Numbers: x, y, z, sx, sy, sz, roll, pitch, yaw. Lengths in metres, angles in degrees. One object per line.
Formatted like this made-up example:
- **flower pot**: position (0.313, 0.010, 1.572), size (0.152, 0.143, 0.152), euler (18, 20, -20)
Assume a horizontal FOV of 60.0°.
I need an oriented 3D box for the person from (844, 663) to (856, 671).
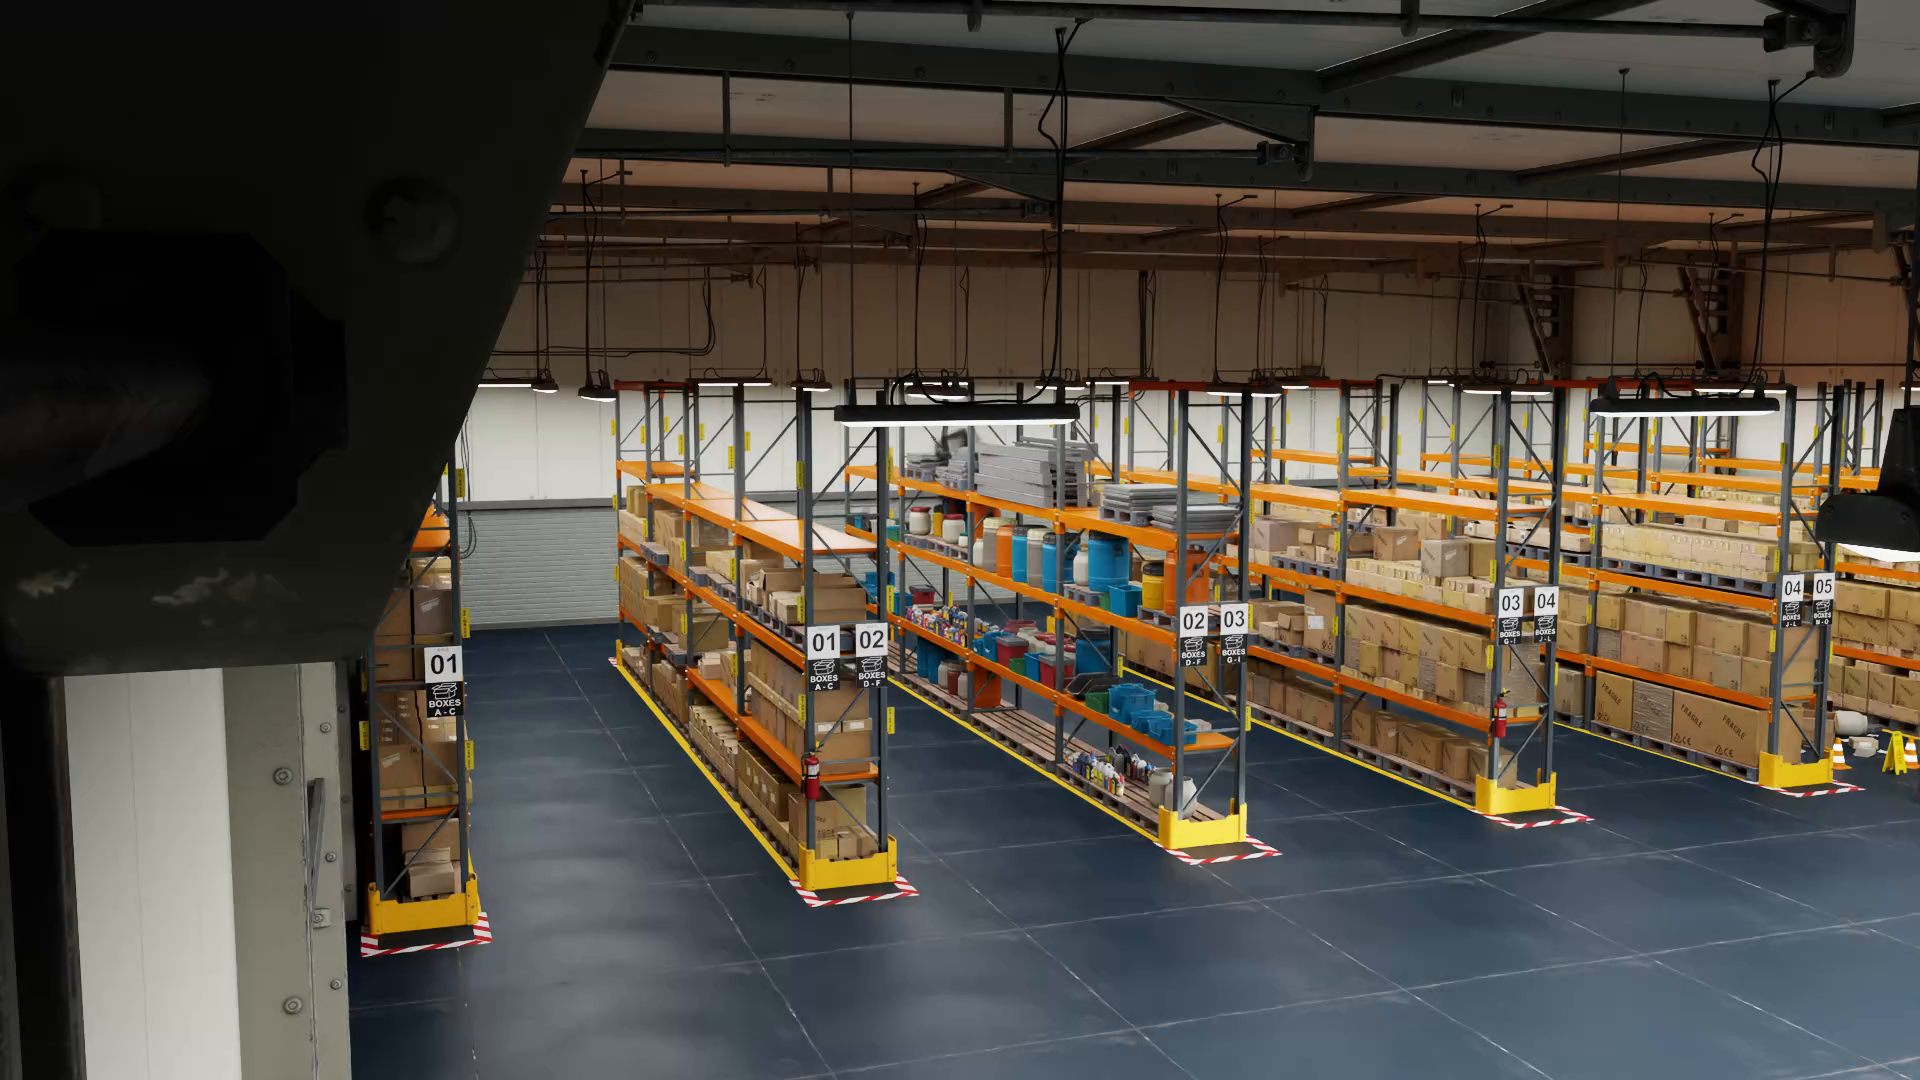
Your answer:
- **person**: position (-2.028, 2.368, 29.152), size (0.661, 1.763, 0.971), euler (-4, 7, -34)
